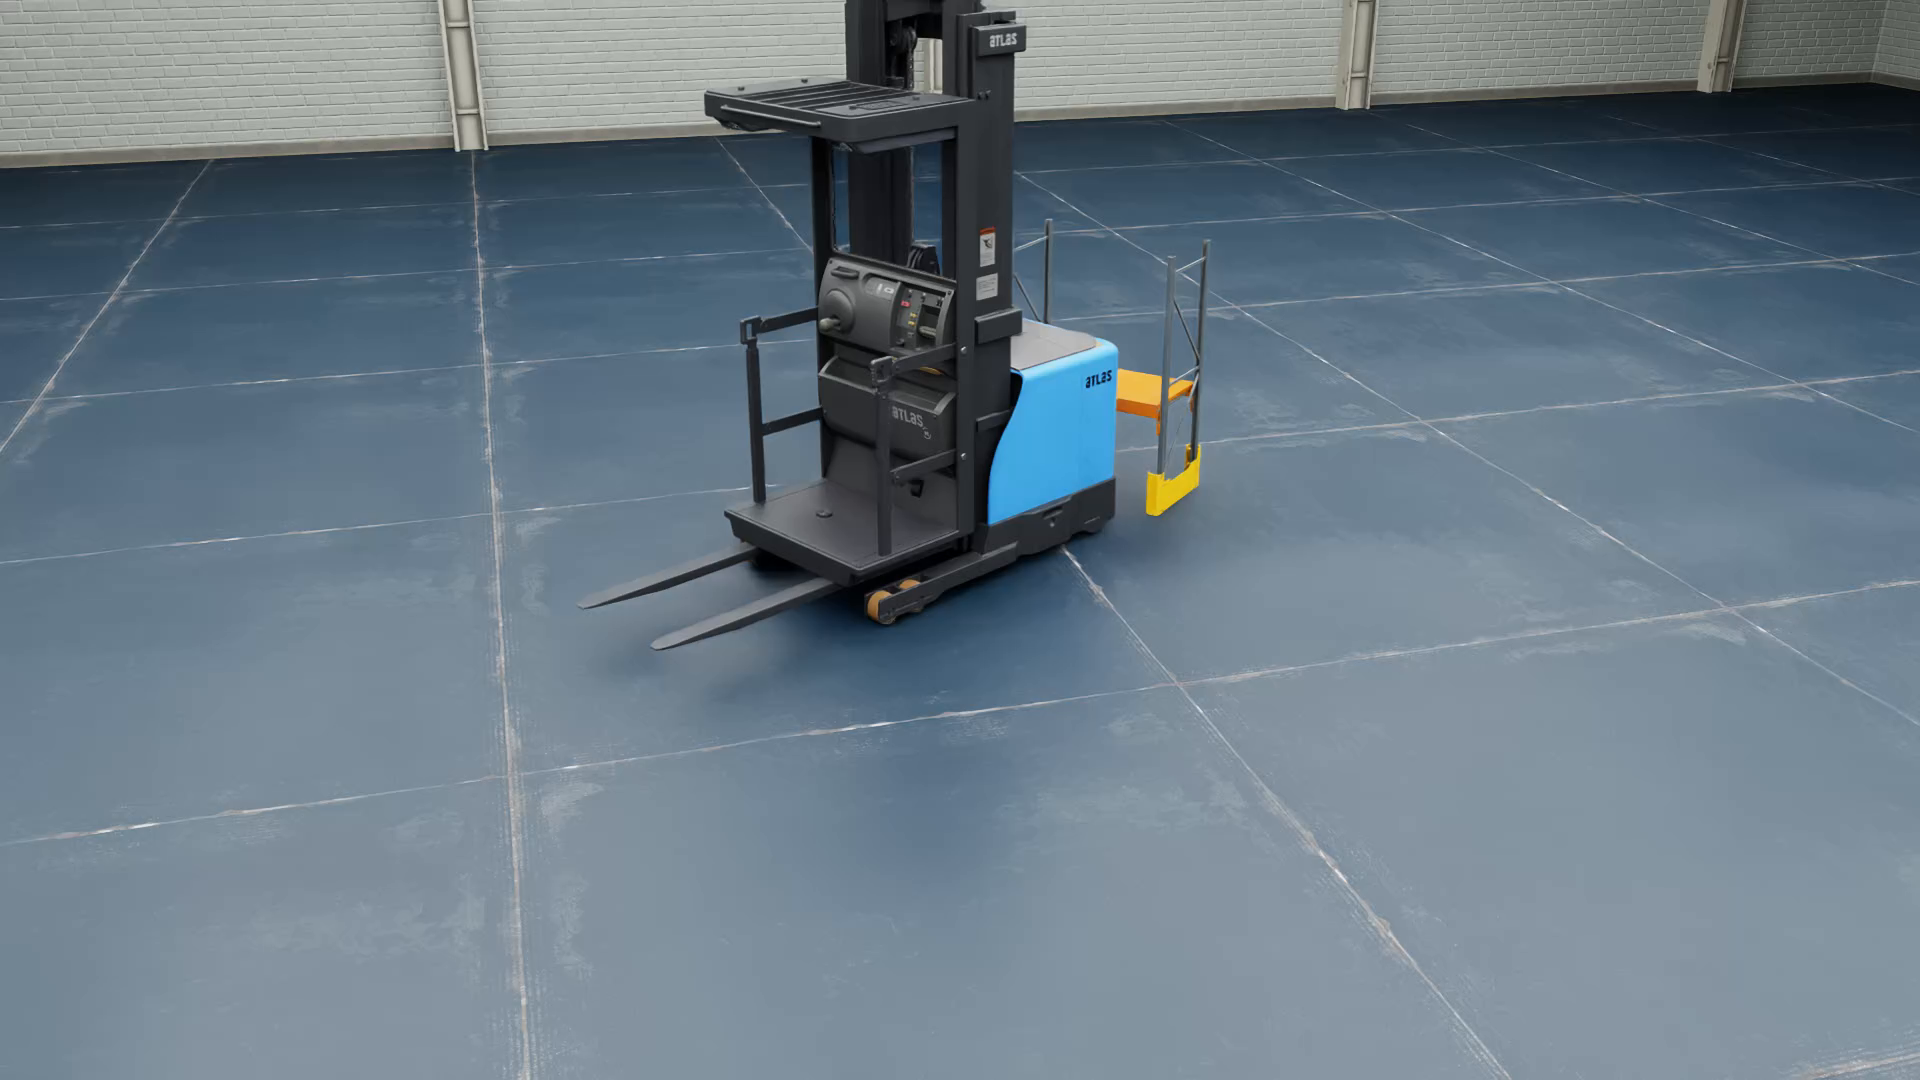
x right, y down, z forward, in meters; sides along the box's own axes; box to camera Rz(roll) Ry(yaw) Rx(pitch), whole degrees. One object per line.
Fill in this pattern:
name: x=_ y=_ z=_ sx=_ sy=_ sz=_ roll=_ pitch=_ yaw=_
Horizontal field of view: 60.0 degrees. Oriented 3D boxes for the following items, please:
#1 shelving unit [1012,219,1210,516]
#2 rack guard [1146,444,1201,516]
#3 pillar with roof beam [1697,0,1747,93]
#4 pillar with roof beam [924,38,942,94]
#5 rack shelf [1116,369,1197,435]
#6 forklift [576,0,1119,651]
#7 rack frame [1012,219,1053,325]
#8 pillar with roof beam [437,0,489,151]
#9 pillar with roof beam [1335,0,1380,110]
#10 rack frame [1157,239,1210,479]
shelving unit: x=0.833 y=-1.036 z=9.763 sx=1.083 sy=1.500 sz=0.587 roll=14 pitch=27 yaw=29
rack guard: x=1.255 y=-0.358 z=9.767 sx=0.087 sy=0.250 sz=0.587 roll=14 pitch=27 yaw=29
pillar with roof beam: x=12.475 y=-9.247 z=19.389 sx=0.400 sy=9.000 sz=9.100 roll=-6 pitch=24 yaw=-14
pillar with roof beam: x=0.921 y=-7.969 z=16.410 sx=0.400 sy=9.000 sz=9.100 roll=-6 pitch=24 yaw=-14
rack shelf: x=0.840 y=-0.869 z=9.829 sx=1.000 sy=0.185 sz=0.538 roll=14 pitch=27 yaw=29
forklift: x=-0.527 y=-1.157 z=8.229 sx=3.031 sy=2.935 sz=1.130 roll=-21 pitch=31 yaw=-40
rack frame: x=0.409 y=-1.140 z=10.005 sx=0.032 sy=1.500 sz=0.500 roll=14 pitch=27 yaw=29
pillar with roof beam: x=-4.856 y=-7.330 z=14.921 sx=0.400 sy=9.000 sz=9.100 roll=-6 pitch=24 yaw=-14
pillar with roof beam: x=6.698 y=-8.608 z=17.900 sx=0.400 sy=9.000 sz=9.100 roll=-6 pitch=24 yaw=-14
rack frame: x=1.272 y=-0.928 z=9.511 sx=0.032 sy=1.500 sz=0.500 roll=14 pitch=27 yaw=29
